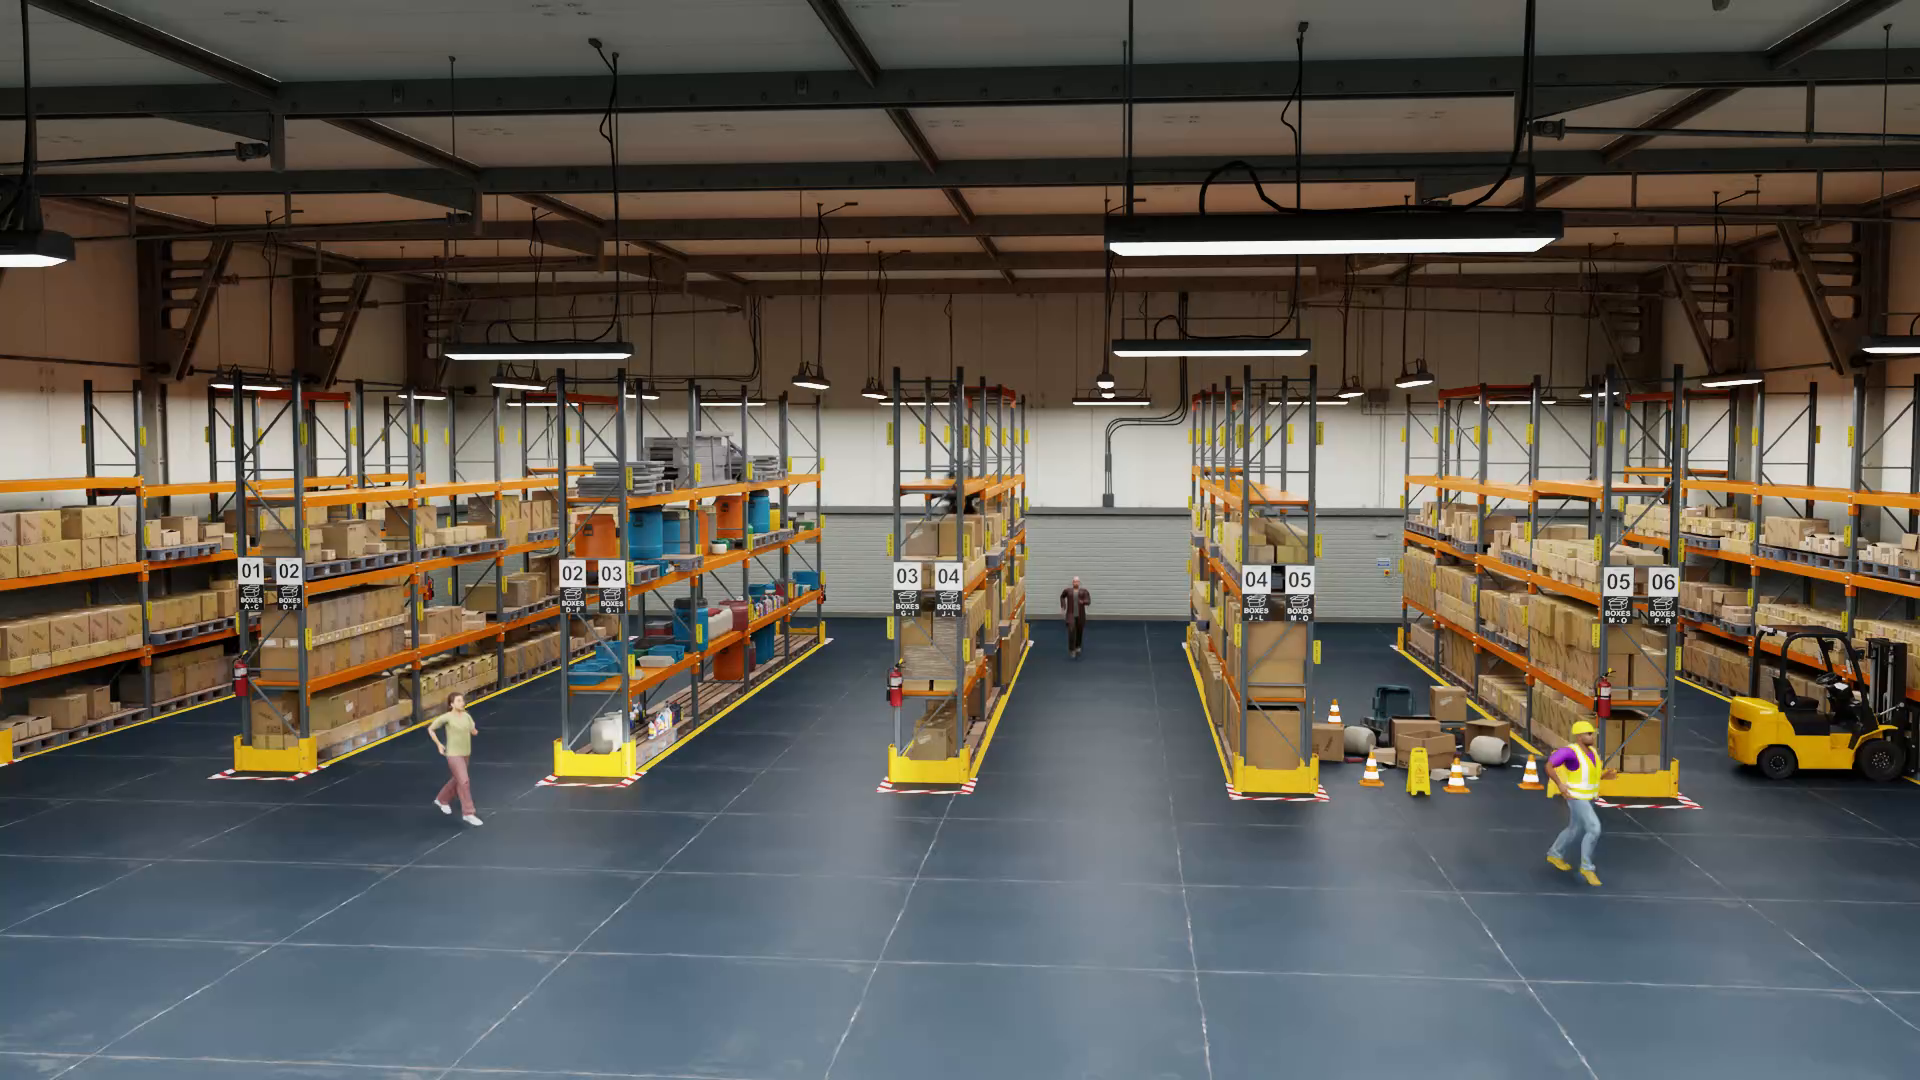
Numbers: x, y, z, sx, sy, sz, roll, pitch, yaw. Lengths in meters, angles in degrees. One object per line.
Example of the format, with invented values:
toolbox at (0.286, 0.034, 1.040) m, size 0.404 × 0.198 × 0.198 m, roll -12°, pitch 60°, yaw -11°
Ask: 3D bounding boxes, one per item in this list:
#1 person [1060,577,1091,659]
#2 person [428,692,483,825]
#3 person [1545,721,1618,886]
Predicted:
person at (2.636, 1.752, 37.873) m, size 0.680 × 1.837 × 0.911 m, roll 0°, pitch 4°, yaw 0°
person at (-6.509, 2.801, 21.553) m, size 0.942 × 1.677 × 0.568 m, roll 2°, pitch 4°, yaw 29°
person at (7.019, 2.957, 18.818) m, size 0.674 × 1.829 × 0.785 m, roll -3°, pitch 5°, yaw -44°
